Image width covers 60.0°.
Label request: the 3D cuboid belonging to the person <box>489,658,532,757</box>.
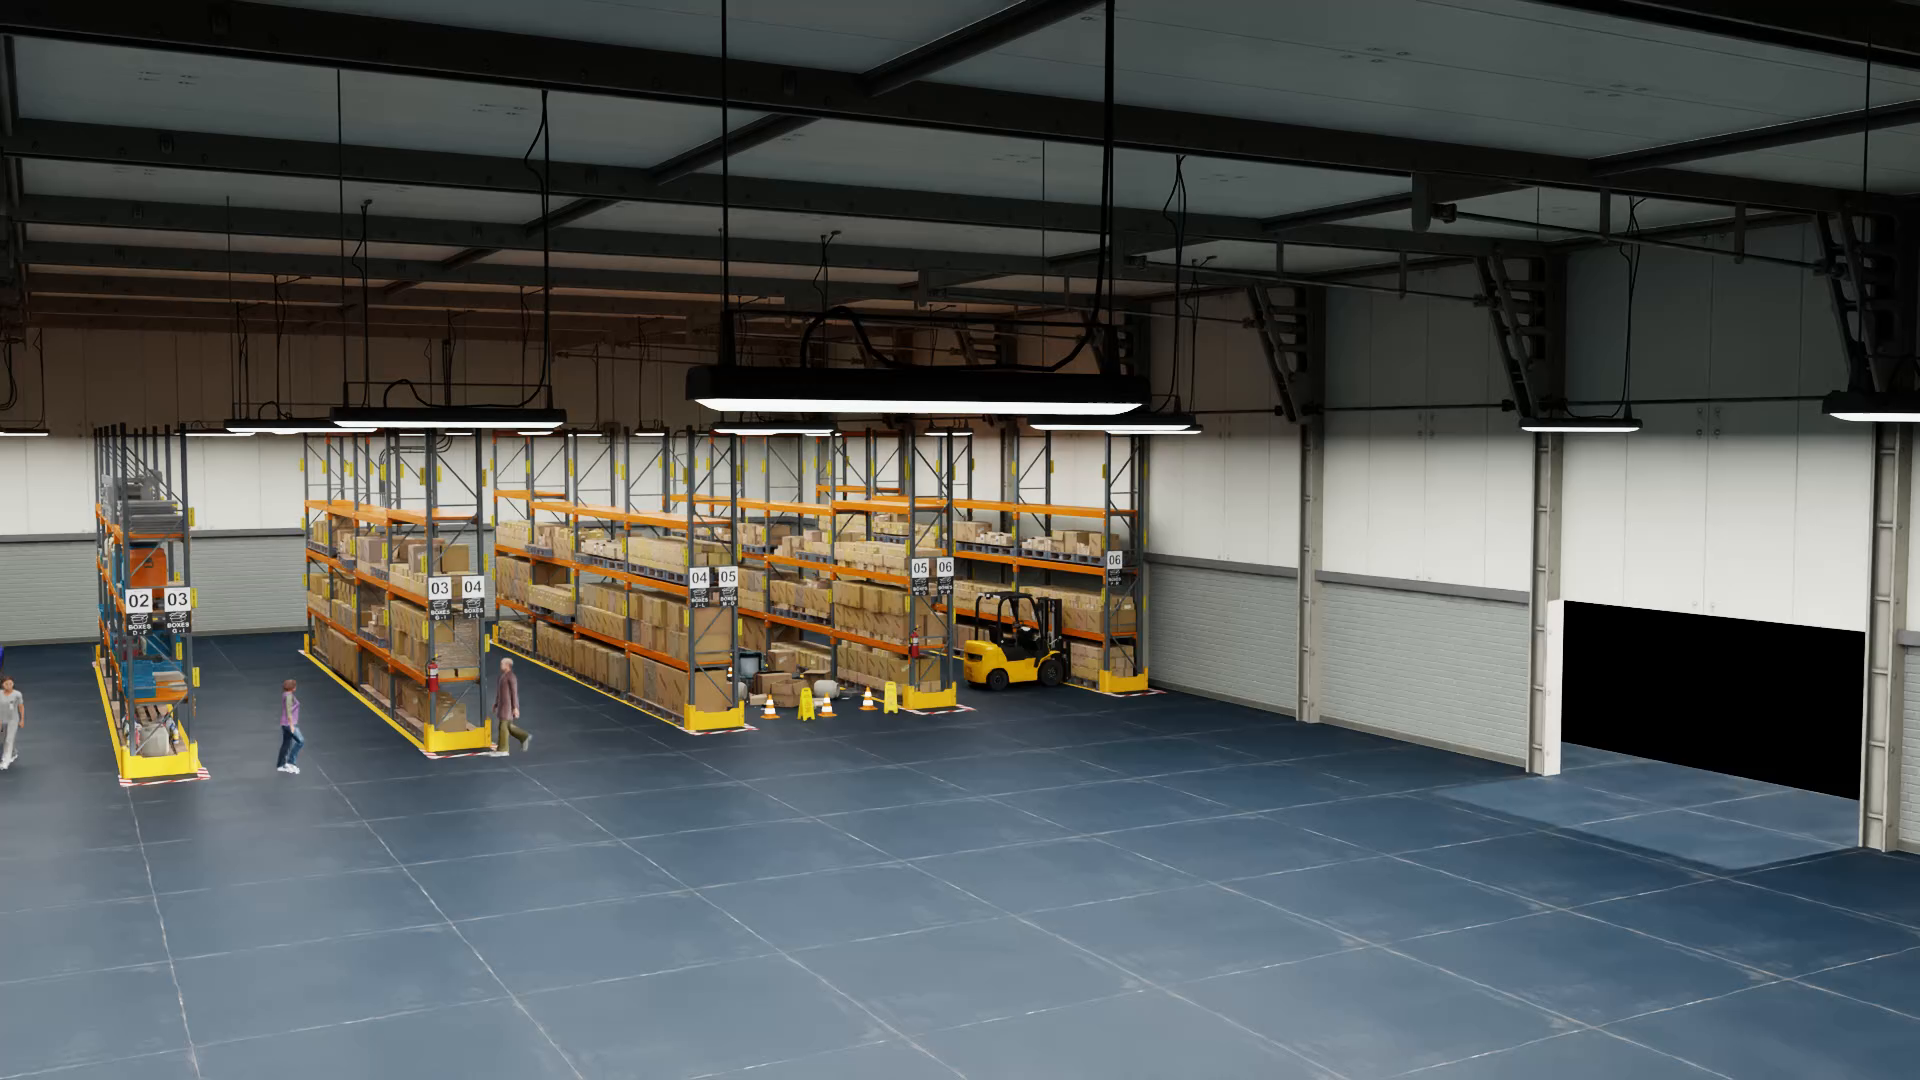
[{"bbox_3d":[-8.173,3.026,30.194,0.868,1.787,0.585,-2,4,-30],"label":"person"}]

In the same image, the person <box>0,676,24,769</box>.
[{"bbox_3d":[-16.599,3.158,28.983,0.435,1.586,1.123,-1,4,-14],"label":"person"}]

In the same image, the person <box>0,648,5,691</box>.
[{"bbox_3d":[-20.368,2.795,35.093,0.421,1.571,1.068,-3,5,-44],"label":"person"}]

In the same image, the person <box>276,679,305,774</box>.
[{"bbox_3d":[-11.521,3.195,28.570,0.448,1.624,0.448,-2,4,-28],"label":"person"}]
